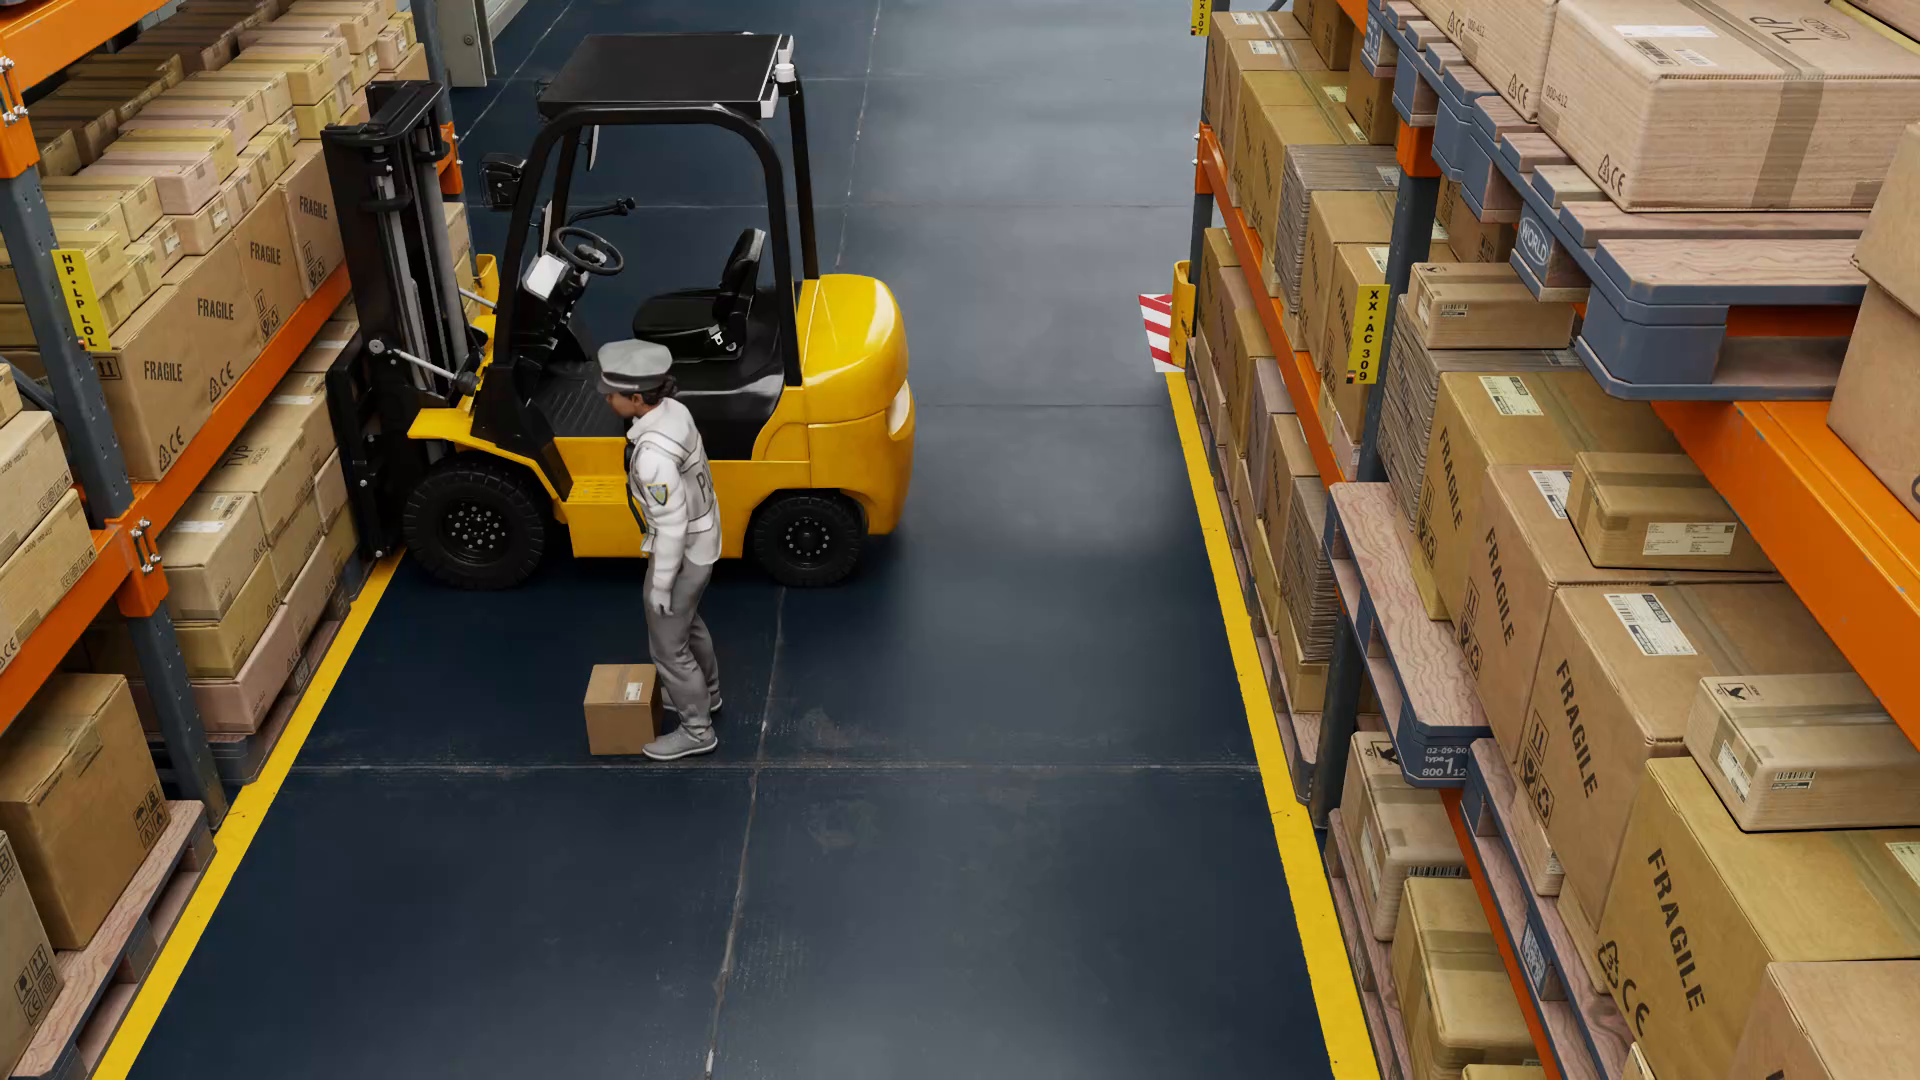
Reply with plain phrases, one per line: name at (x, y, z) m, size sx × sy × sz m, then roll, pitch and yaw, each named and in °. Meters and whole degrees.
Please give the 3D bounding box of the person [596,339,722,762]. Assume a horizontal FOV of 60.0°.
person at (-1.051, 0.050, 6.052) m, size 0.373 × 1.661 × 0.536 m, roll -2°, pitch 32°, yaw -3°
